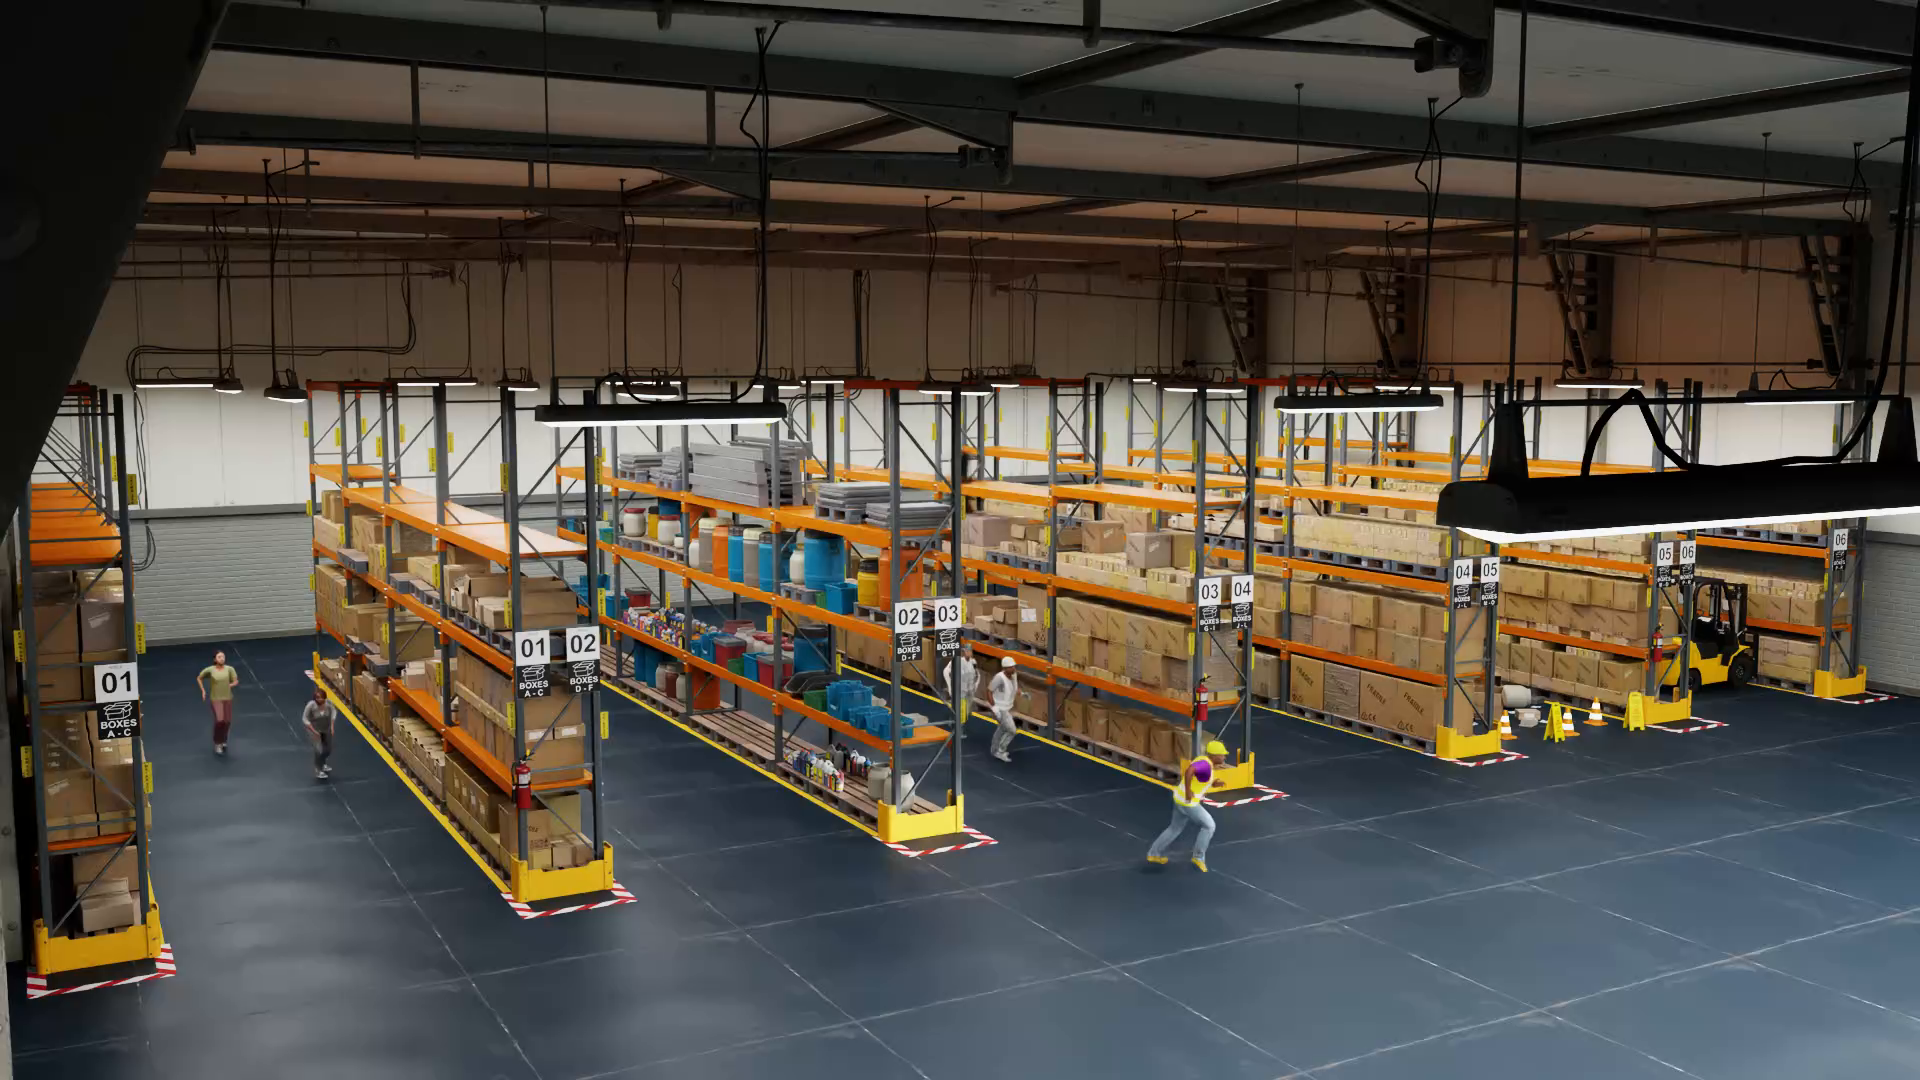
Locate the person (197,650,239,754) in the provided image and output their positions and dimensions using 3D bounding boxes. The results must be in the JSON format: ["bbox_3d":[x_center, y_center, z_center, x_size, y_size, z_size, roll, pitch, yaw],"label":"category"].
[{"bbox_3d":[-12.034,2.626,27.060,0.571,1.689,0.688,-5,8,-39],"label":"person"}]

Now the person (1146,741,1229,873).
[{"bbox_3d":[2.835,3.341,20.700,1.011,1.699,0.746,0,6,3],"label":"person"}]

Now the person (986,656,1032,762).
[{"bbox_3d":[0.748,2.687,26.542,0.768,1.718,0.695,3,7,24],"label":"person"}]

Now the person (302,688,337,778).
[{"bbox_3d":[-9.769,2.942,25.345,0.537,1.403,0.795,-6,8,-44],"label":"person"}]

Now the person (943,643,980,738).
[{"bbox_3d":[0.064,2.534,27.988,0.662,1.649,0.531,-4,7,-31],"label":"person"}]
